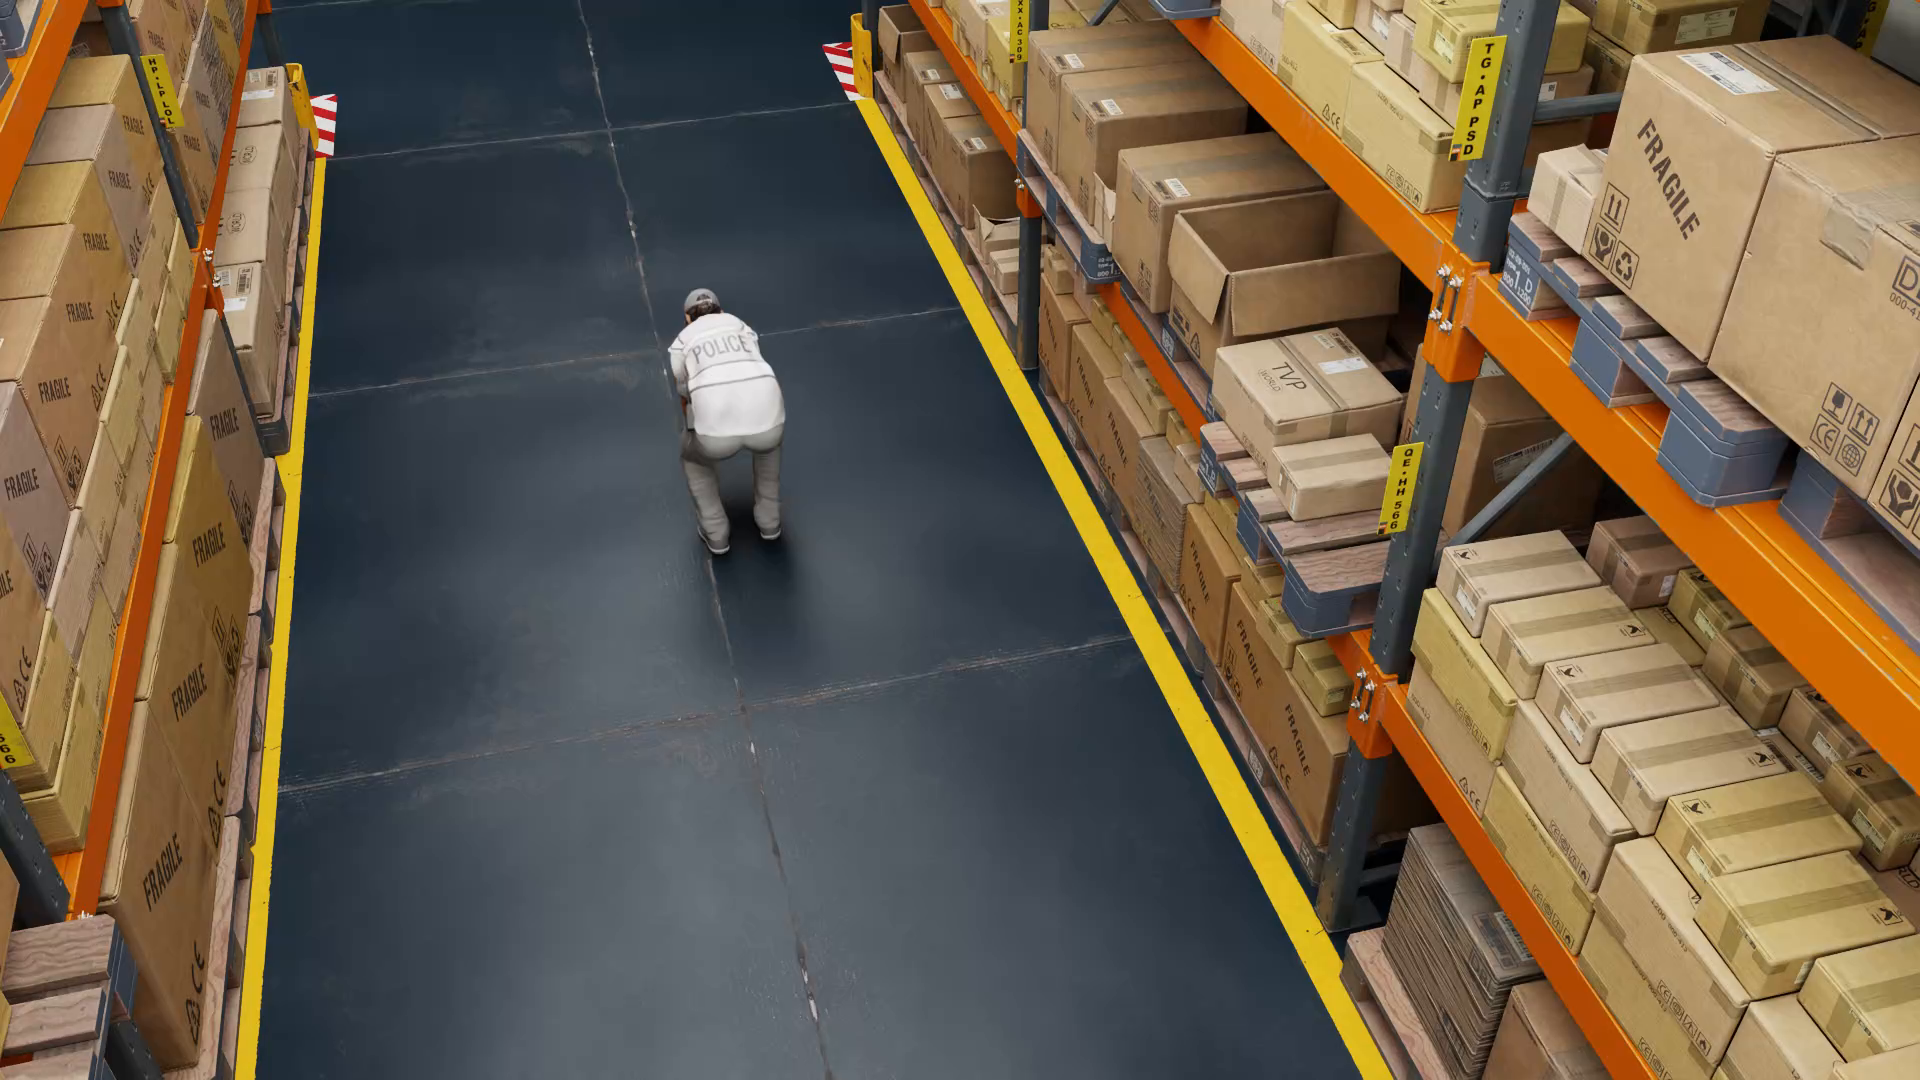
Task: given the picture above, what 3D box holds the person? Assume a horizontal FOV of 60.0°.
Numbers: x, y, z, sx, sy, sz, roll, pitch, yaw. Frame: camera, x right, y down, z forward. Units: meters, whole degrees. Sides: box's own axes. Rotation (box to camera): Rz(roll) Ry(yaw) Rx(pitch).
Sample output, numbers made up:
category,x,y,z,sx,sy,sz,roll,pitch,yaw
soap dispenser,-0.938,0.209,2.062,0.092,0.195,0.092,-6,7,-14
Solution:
category,x,y,z,sx,sy,sz,roll,pitch,yaw
person,-1.100,-0.538,7.871,0.499,1.073,0.934,-11,40,-14
